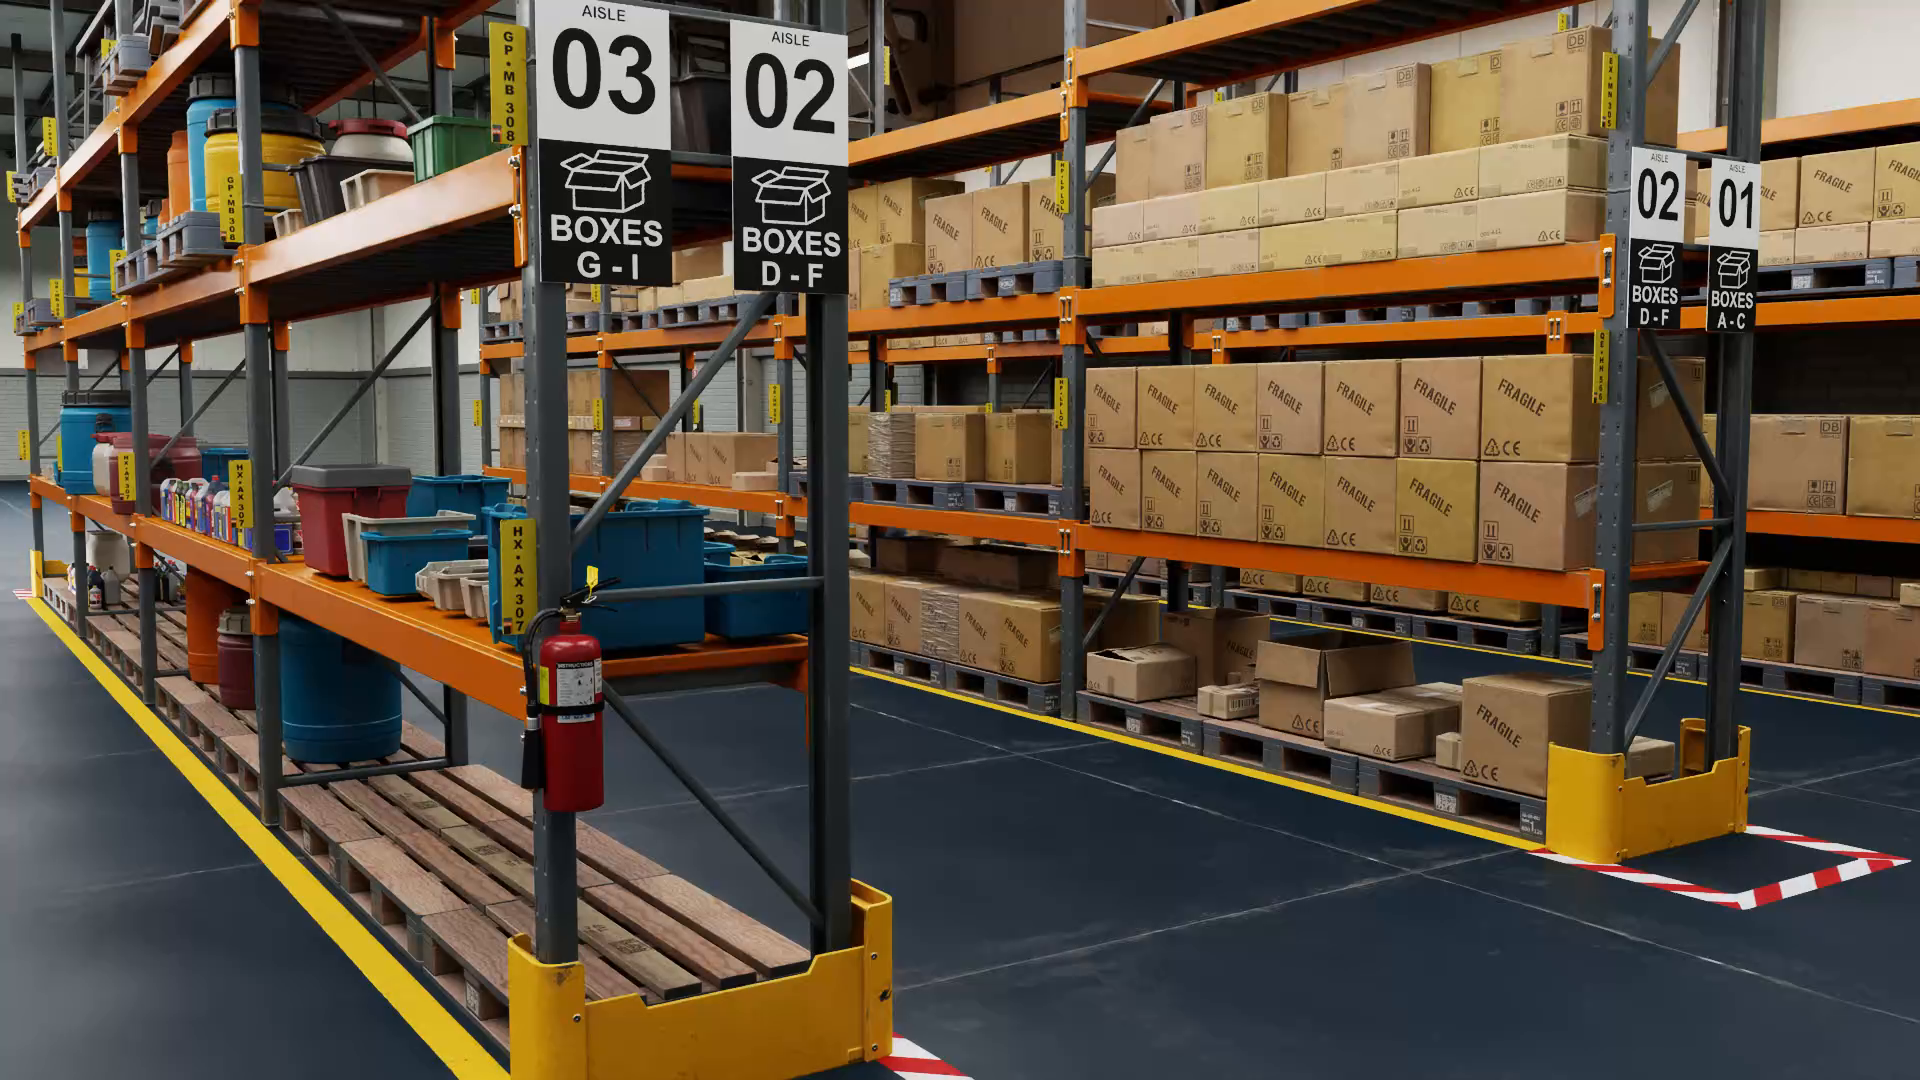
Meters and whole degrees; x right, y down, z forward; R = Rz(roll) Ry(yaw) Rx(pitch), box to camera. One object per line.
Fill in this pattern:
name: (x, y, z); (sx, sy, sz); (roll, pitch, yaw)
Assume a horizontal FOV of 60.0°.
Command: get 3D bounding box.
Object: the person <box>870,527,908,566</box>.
person: (-0.755, -0.158, 16.662); (0.502, 1.762, 0.586); (-3, 6, -34)
